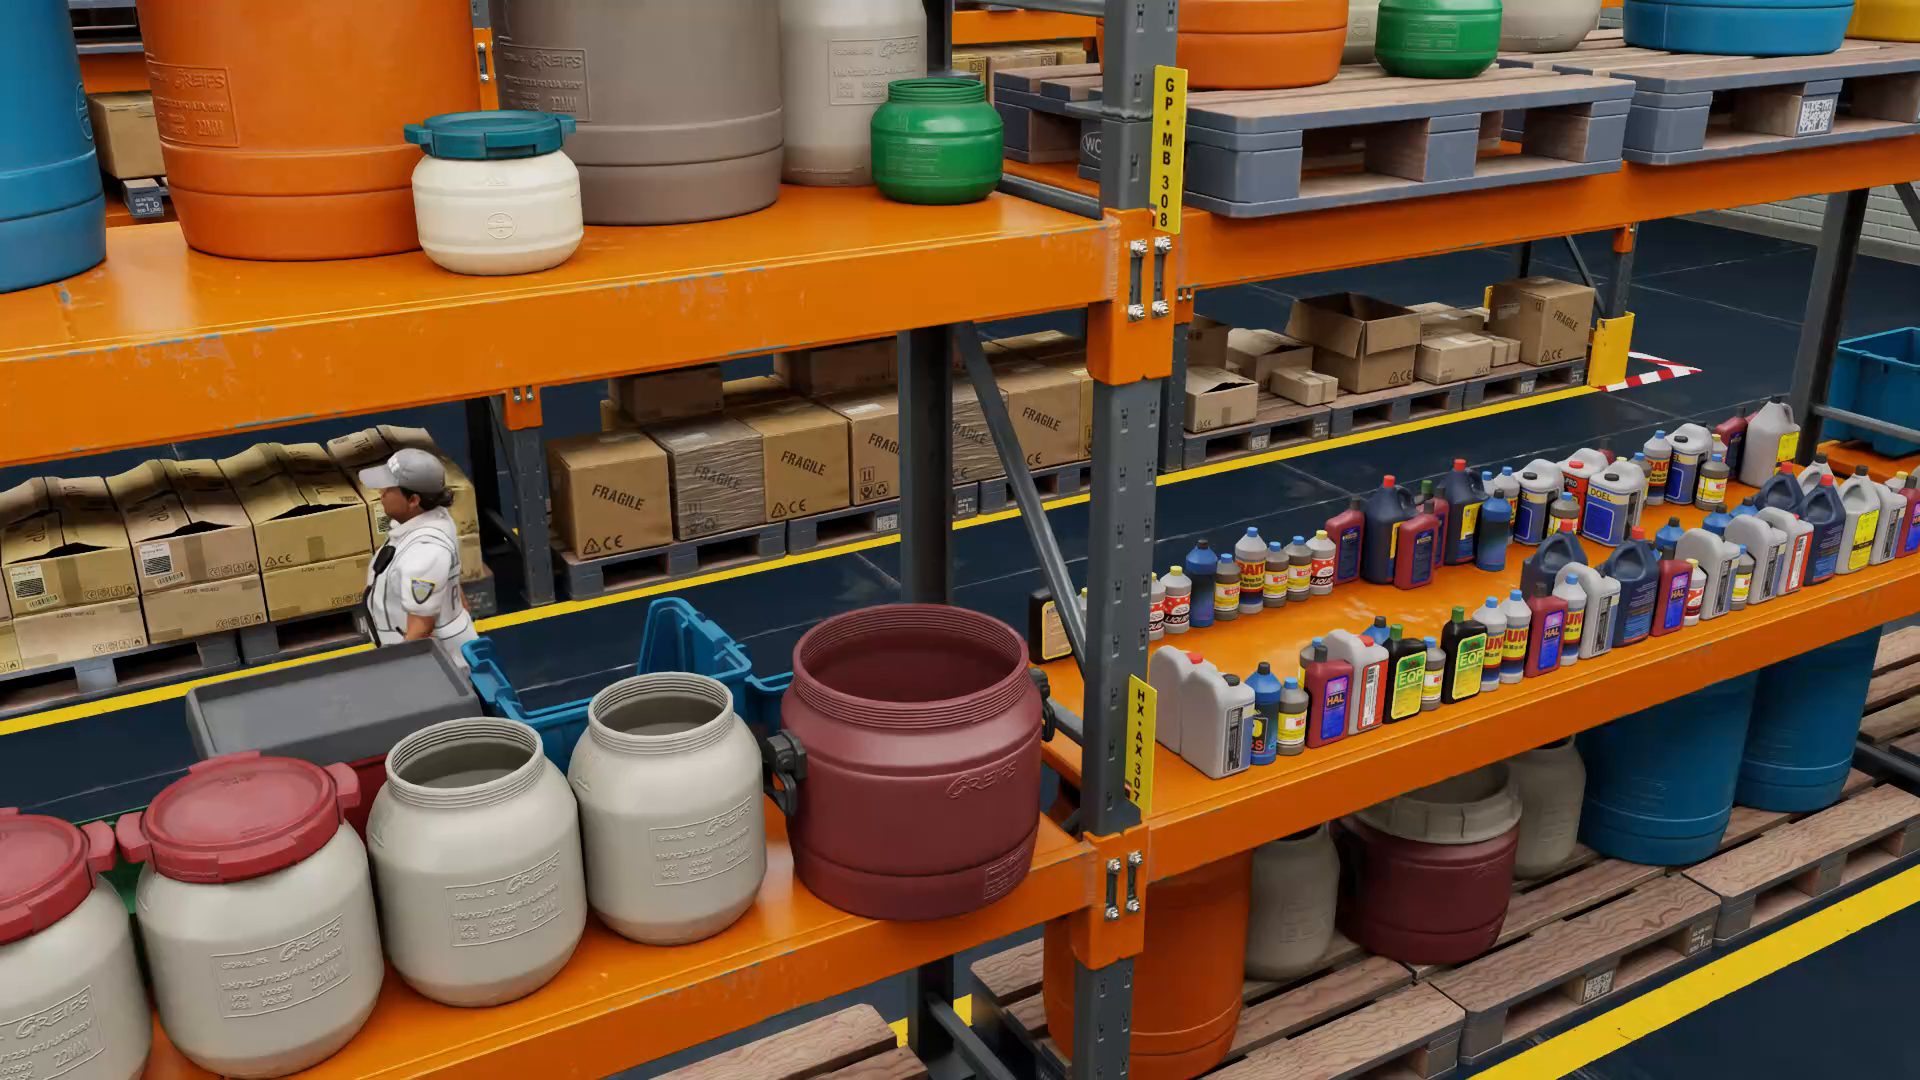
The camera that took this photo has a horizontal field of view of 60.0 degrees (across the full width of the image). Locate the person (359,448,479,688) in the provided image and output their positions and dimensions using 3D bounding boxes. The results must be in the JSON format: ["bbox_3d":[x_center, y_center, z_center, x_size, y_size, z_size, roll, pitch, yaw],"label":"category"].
[{"bbox_3d":[-1.928,0.447,5.969,1.000,1.607,0.481,-9,24,-22],"label":"person"}]
